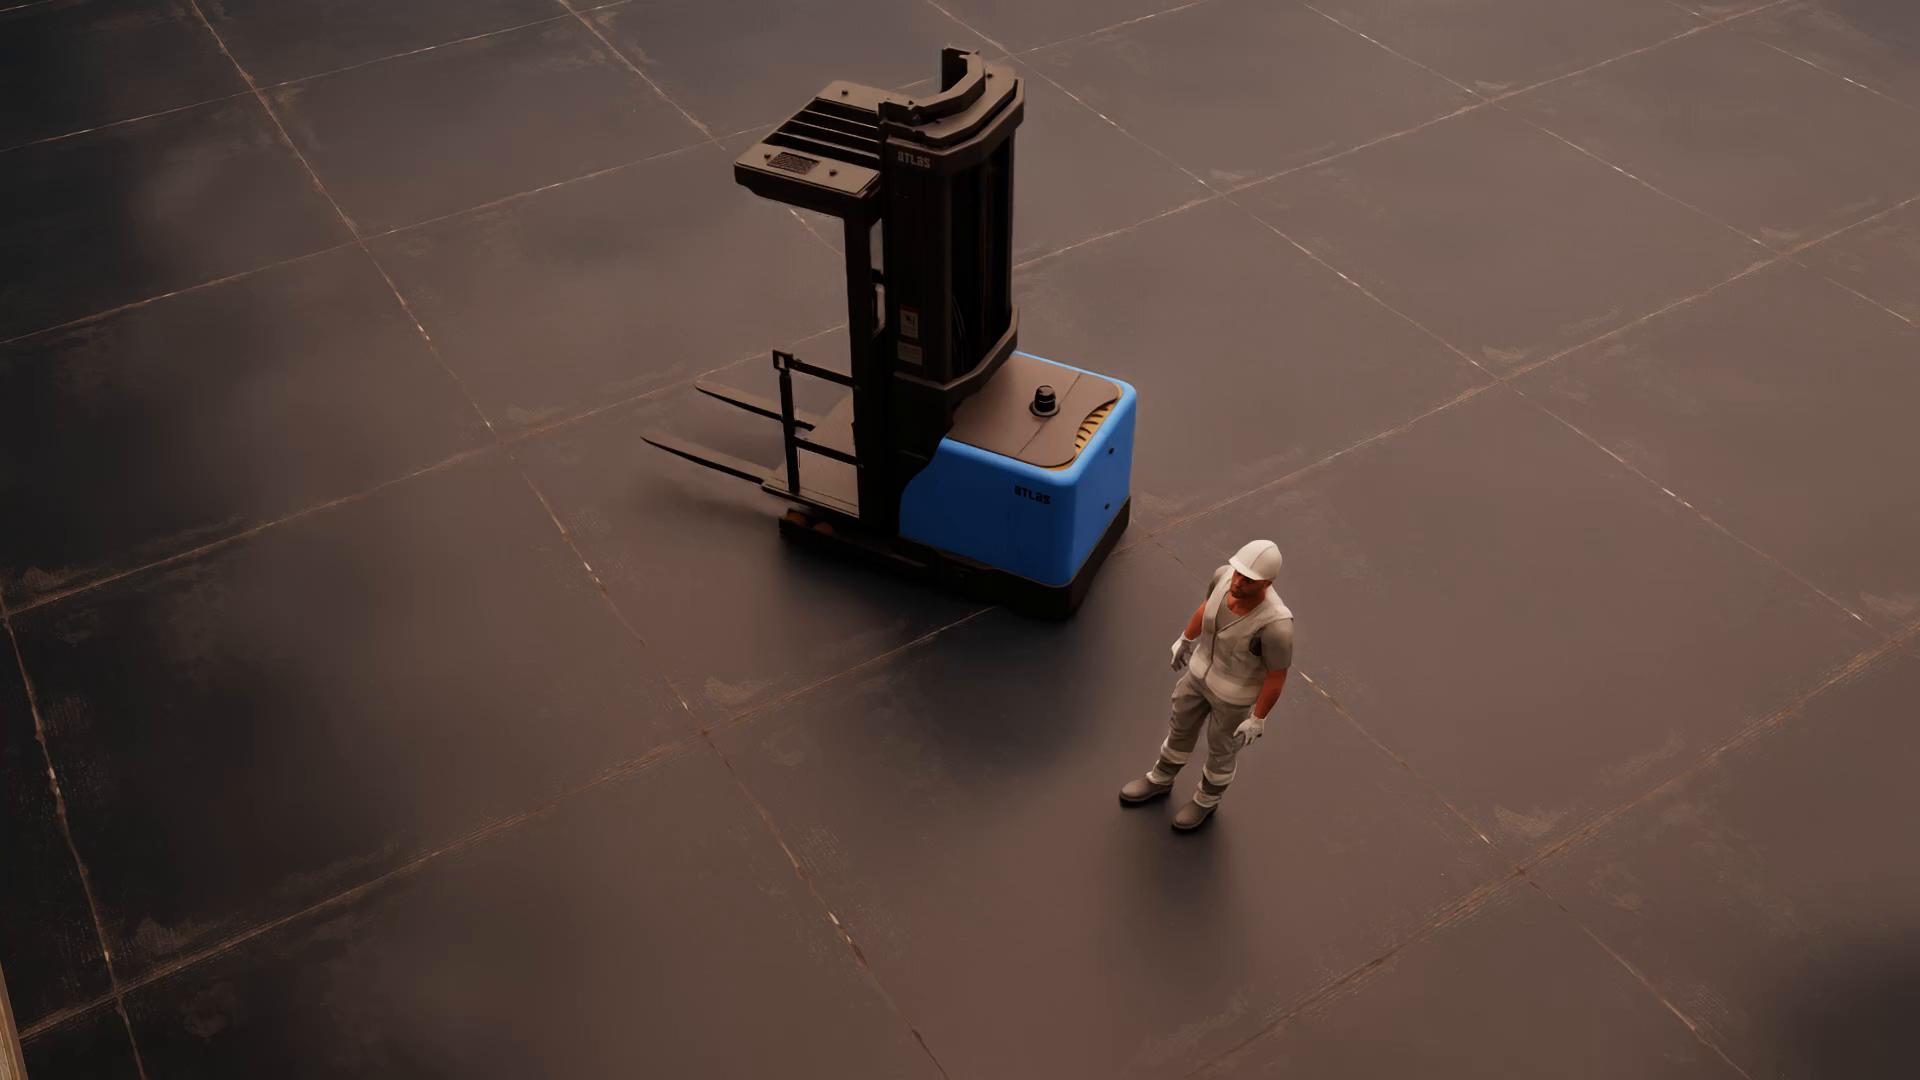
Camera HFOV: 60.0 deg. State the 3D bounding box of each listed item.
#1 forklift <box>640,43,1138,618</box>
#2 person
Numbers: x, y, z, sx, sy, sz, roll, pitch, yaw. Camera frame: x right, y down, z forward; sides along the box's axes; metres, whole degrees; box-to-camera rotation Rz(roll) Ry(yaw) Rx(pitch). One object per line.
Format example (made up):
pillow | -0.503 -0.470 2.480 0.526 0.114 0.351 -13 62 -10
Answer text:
forklift | -0.523 -1.337 9.401 3.031 2.935 1.130 18 44 20
person | 1.192 0.710 7.916 0.565 1.788 0.640 -22 46 -23
